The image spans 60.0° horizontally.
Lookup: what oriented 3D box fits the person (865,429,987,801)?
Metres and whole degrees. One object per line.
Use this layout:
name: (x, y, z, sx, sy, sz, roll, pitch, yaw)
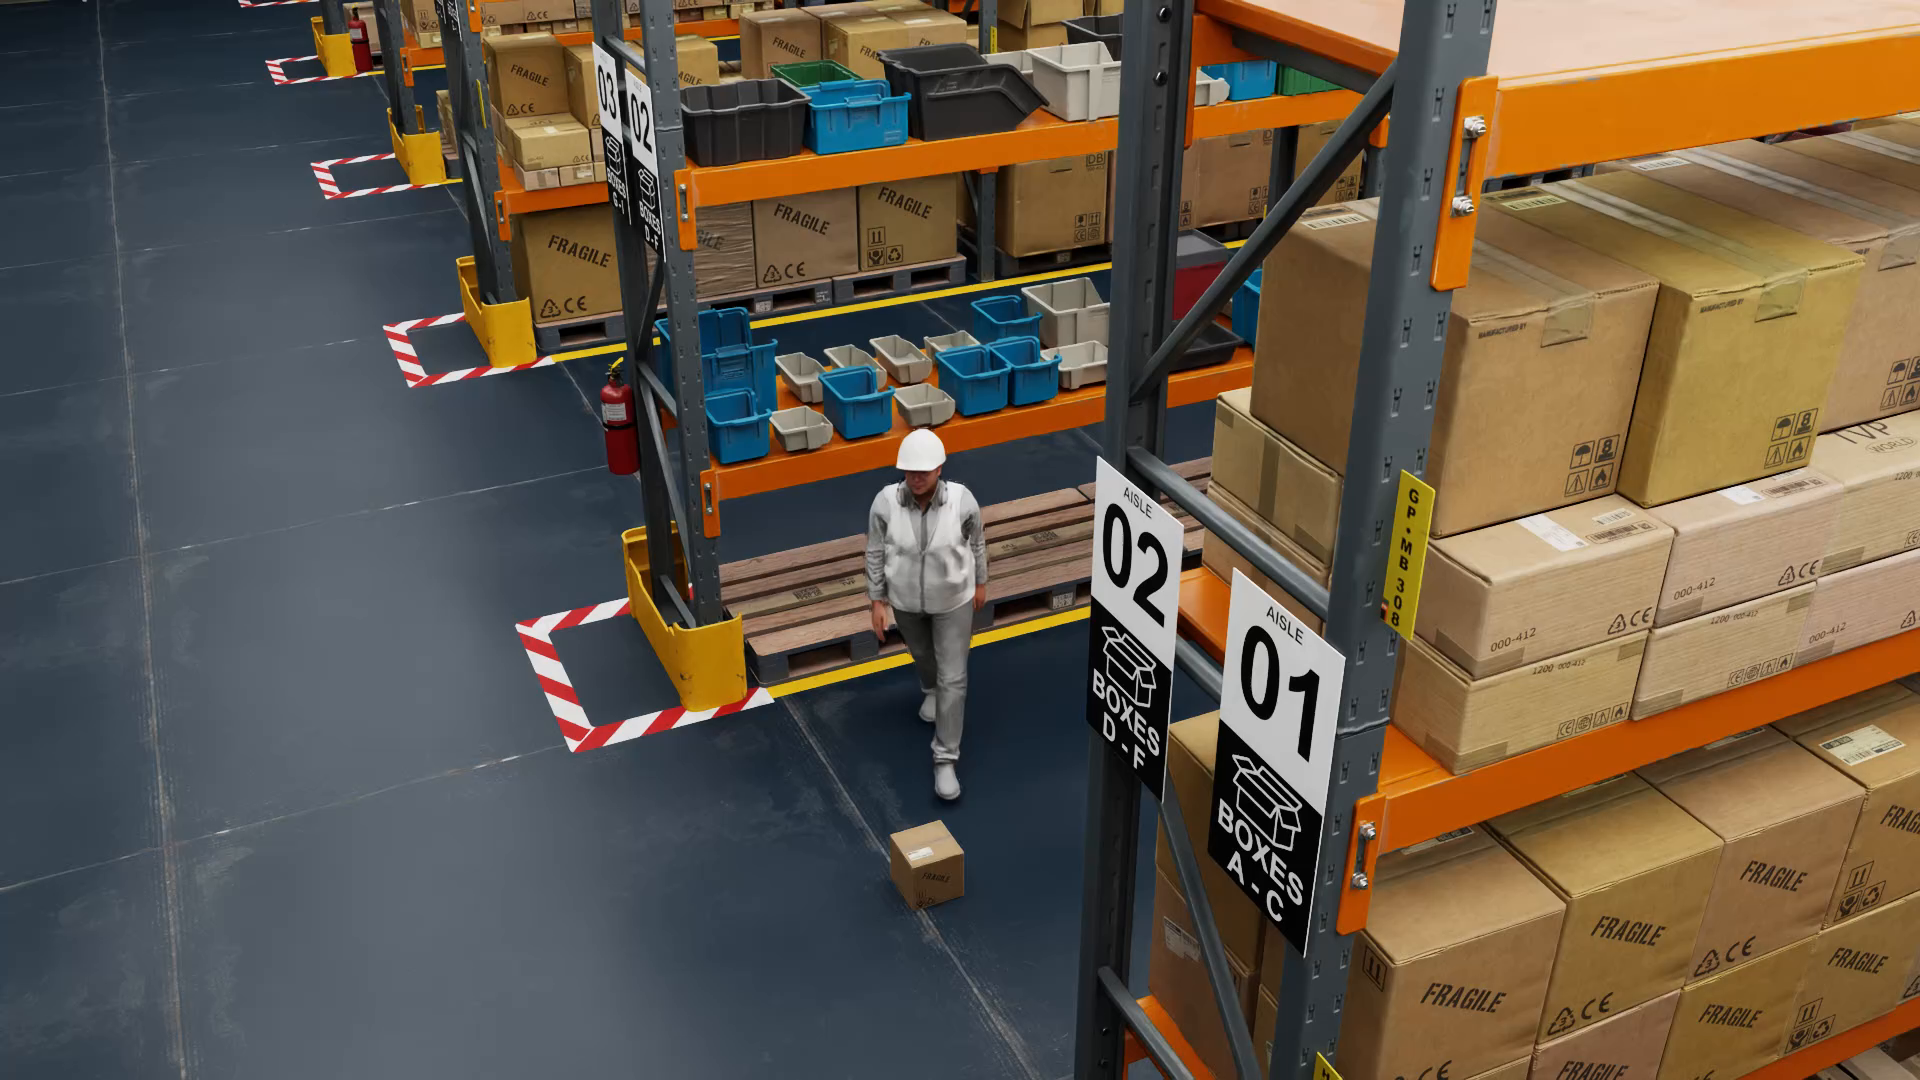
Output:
person: (-0.175, 0.277, 7.915, 0.559, 1.717, 0.973, 5, 30, 8)
